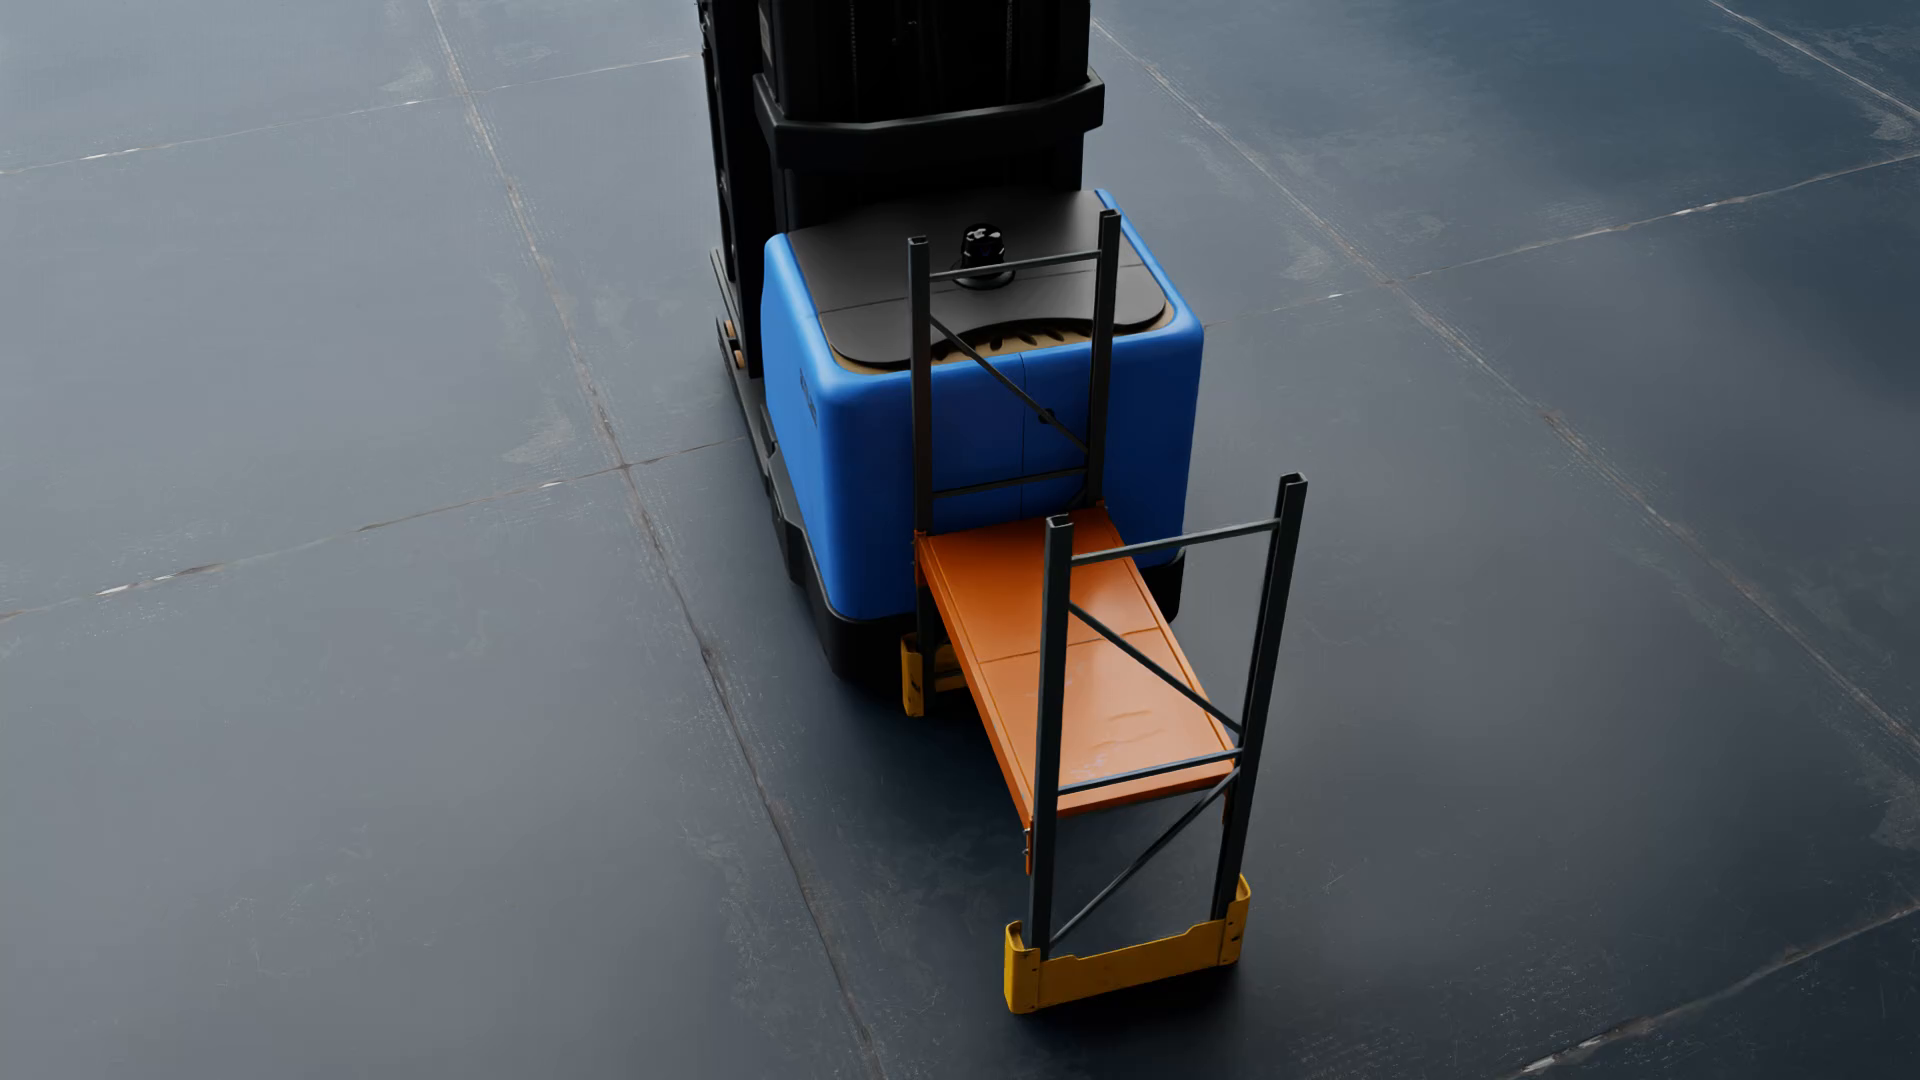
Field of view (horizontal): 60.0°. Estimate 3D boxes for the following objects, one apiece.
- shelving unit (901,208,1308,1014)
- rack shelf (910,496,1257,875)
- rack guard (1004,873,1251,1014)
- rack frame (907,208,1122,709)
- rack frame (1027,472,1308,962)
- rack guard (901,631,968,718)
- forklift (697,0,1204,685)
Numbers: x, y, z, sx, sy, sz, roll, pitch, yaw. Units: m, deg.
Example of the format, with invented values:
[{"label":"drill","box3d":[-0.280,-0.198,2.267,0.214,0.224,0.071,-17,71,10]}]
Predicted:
[{"label":"shelving unit","box3d":[0.261,0.169,3.903,0.587,1.500,1.083,-10,42,-12]},{"label":"rack shelf","box3d":[0.263,0.311,4.014,0.538,0.185,1.000,-10,42,-12]},{"label":"rack guard","box3d":[0.395,0.956,3.947,0.587,0.250,0.087,-10,42,-12]},{"label":"rack frame","box3d":[0.127,-0.144,4.268,0.500,1.500,0.032,-10,42,-12]},{"label":"rack frame","box3d":[0.400,0.494,3.525,0.500,1.500,0.032,-10,42,-12]},{"label":"rack guard","box3d":[0.127,0.330,4.674,0.587,0.250,0.087,-10,42,-12]},{"label":"forklift","box3d":[-0.241,-1.675,4.950,1.130,2.935,3.031,-10,42,-12]}]
